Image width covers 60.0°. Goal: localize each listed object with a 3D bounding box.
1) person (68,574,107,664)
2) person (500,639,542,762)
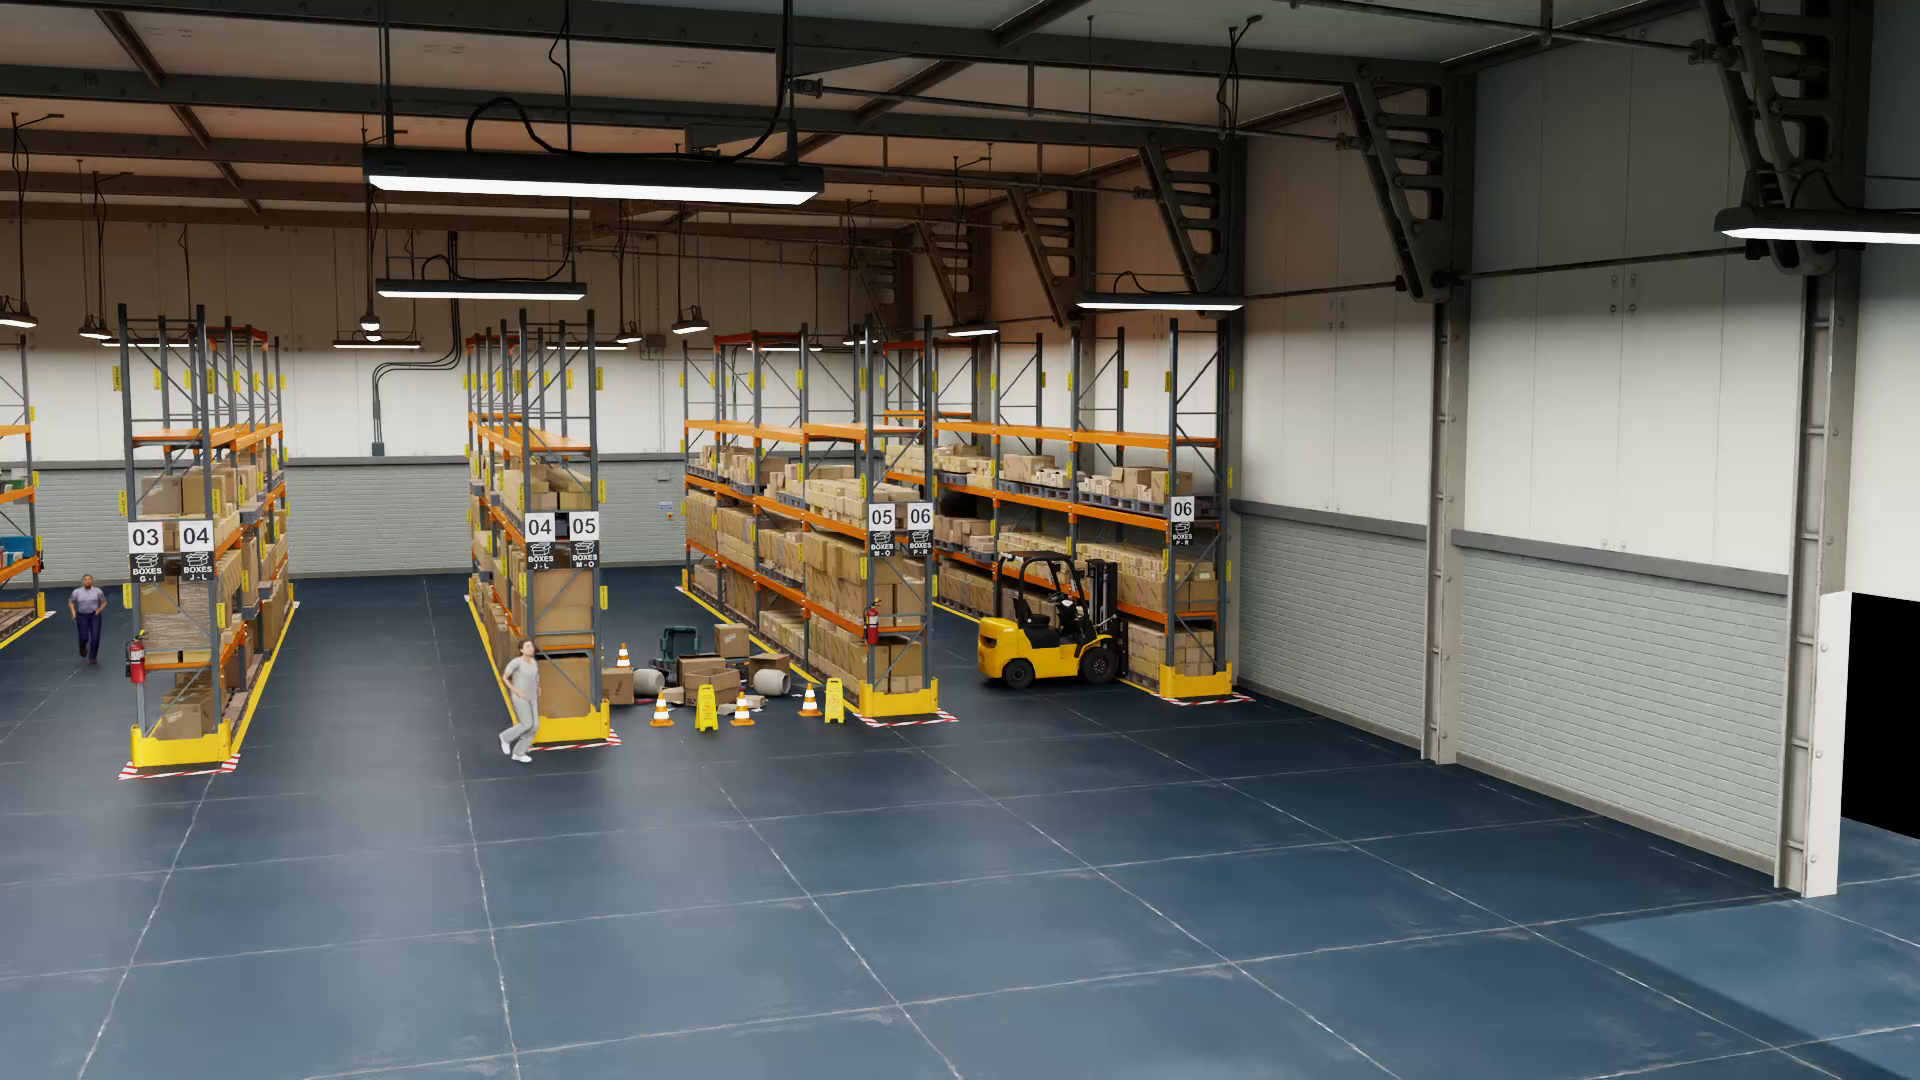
[{"bbox_3d":[-15.499,1.411,29.587,0.607,1.606,0.549,-3,6,-31],"label":"person"},{"bbox_3d":[-5.788,2.111,22.061,0.541,1.622,0.593,3,6,32],"label":"person"}]
